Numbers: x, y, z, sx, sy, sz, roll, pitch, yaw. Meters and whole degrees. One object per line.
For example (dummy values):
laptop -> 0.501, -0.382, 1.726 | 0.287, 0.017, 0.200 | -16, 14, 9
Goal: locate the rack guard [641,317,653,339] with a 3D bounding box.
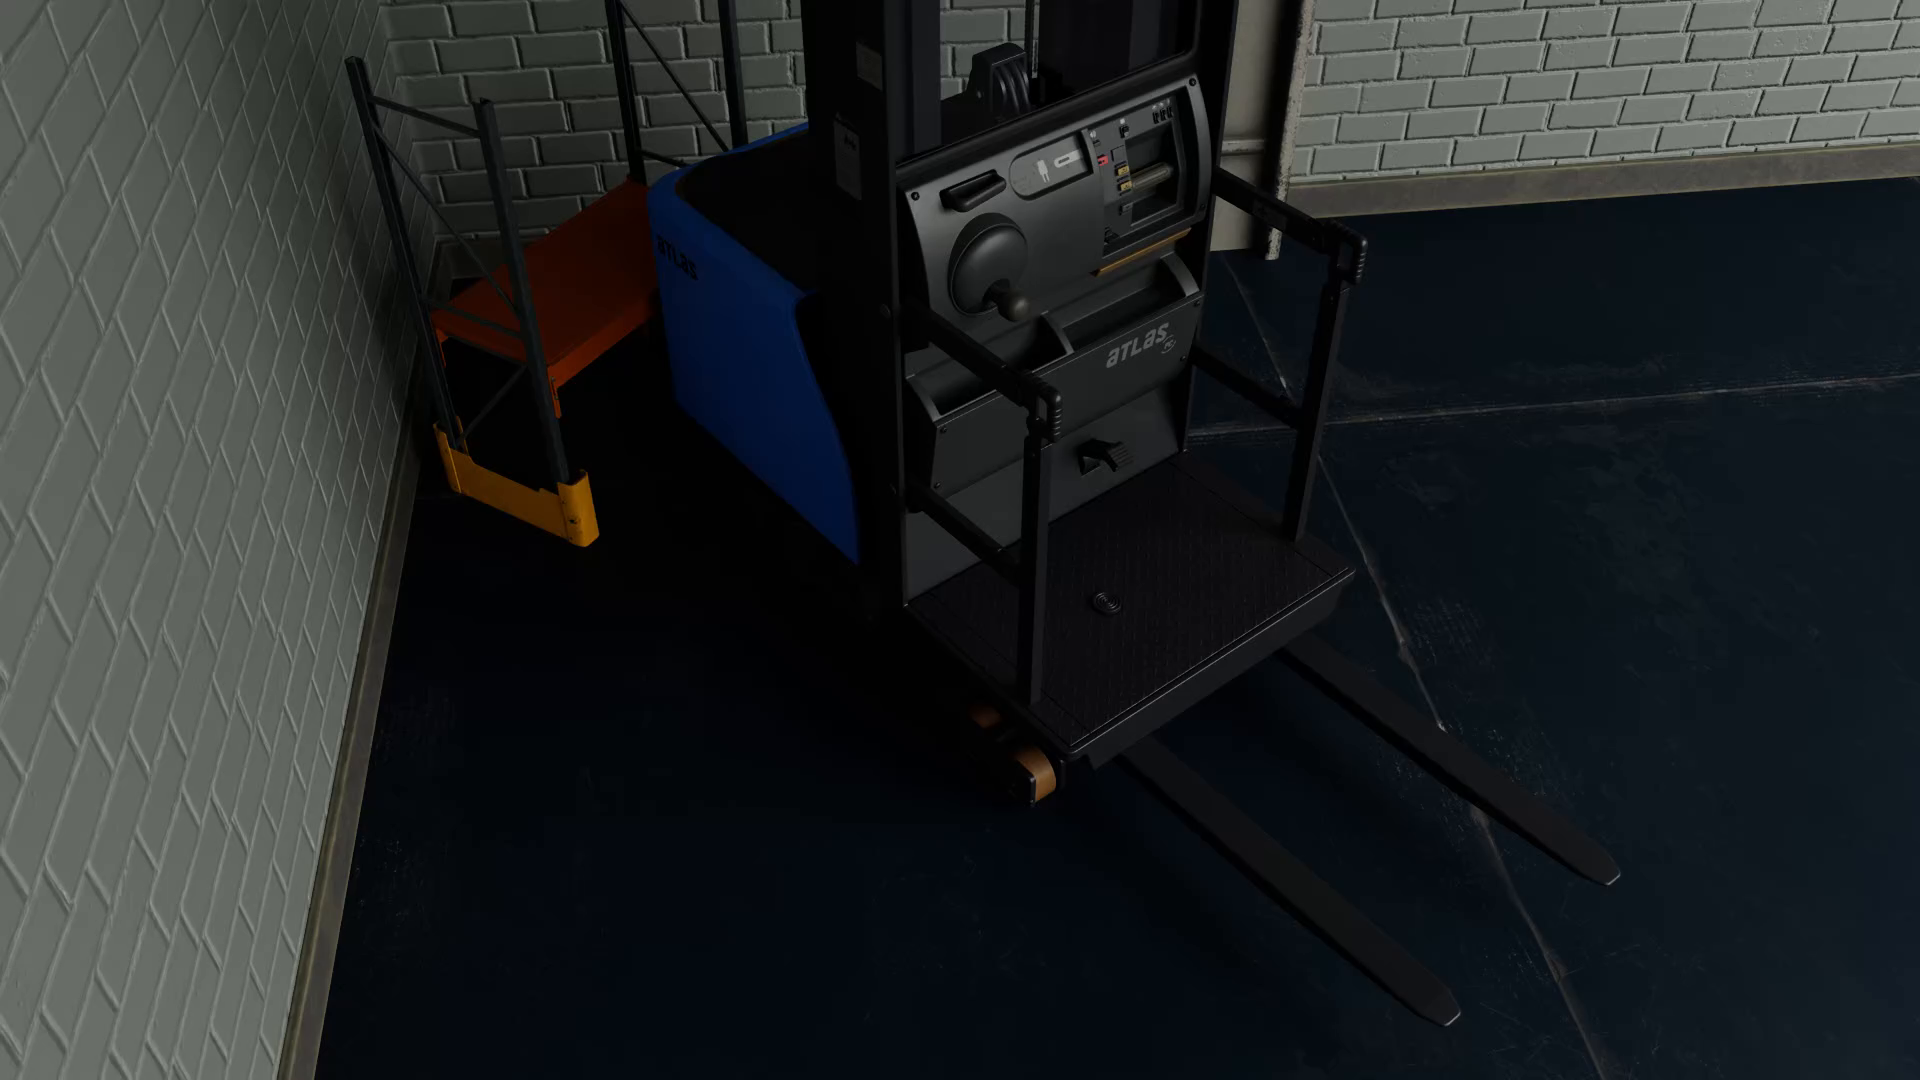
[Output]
rack guard -> -0.897, -0.763, 5.909 | 0.587, 0.250, 0.087 | 22, 46, 22

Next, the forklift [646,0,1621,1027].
forklift -> 0.391, -0.764, 3.909 | 1.130, 2.935, 3.031 | -28, 49, -28

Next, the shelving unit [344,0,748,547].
shelving unit -> -1.152, -0.941, 5.173 | 0.587, 1.500, 1.083 | 22, 46, 22

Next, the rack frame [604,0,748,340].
rack frame -> -0.896, -1.228, 5.492 | 0.500, 1.500, 0.032 | 22, 46, 22

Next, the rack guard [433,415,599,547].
rack guard -> -1.408, -0.191, 5.275 | 0.587, 0.250, 0.087 | 22, 46, 22

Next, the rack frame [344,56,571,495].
rack frame -> -1.418, -0.644, 4.844 | 0.500, 1.500, 0.032 | 22, 46, 22

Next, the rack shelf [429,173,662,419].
rack shelf -> -1.157, -0.802, 5.288 | 0.538, 0.185, 1.000 | 22, 46, 22

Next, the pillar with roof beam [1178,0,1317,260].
pillar with roof beam -> 1.580, -1.660, 0.372 | 0.400, 9.000, 9.100 | -5, 42, -6
